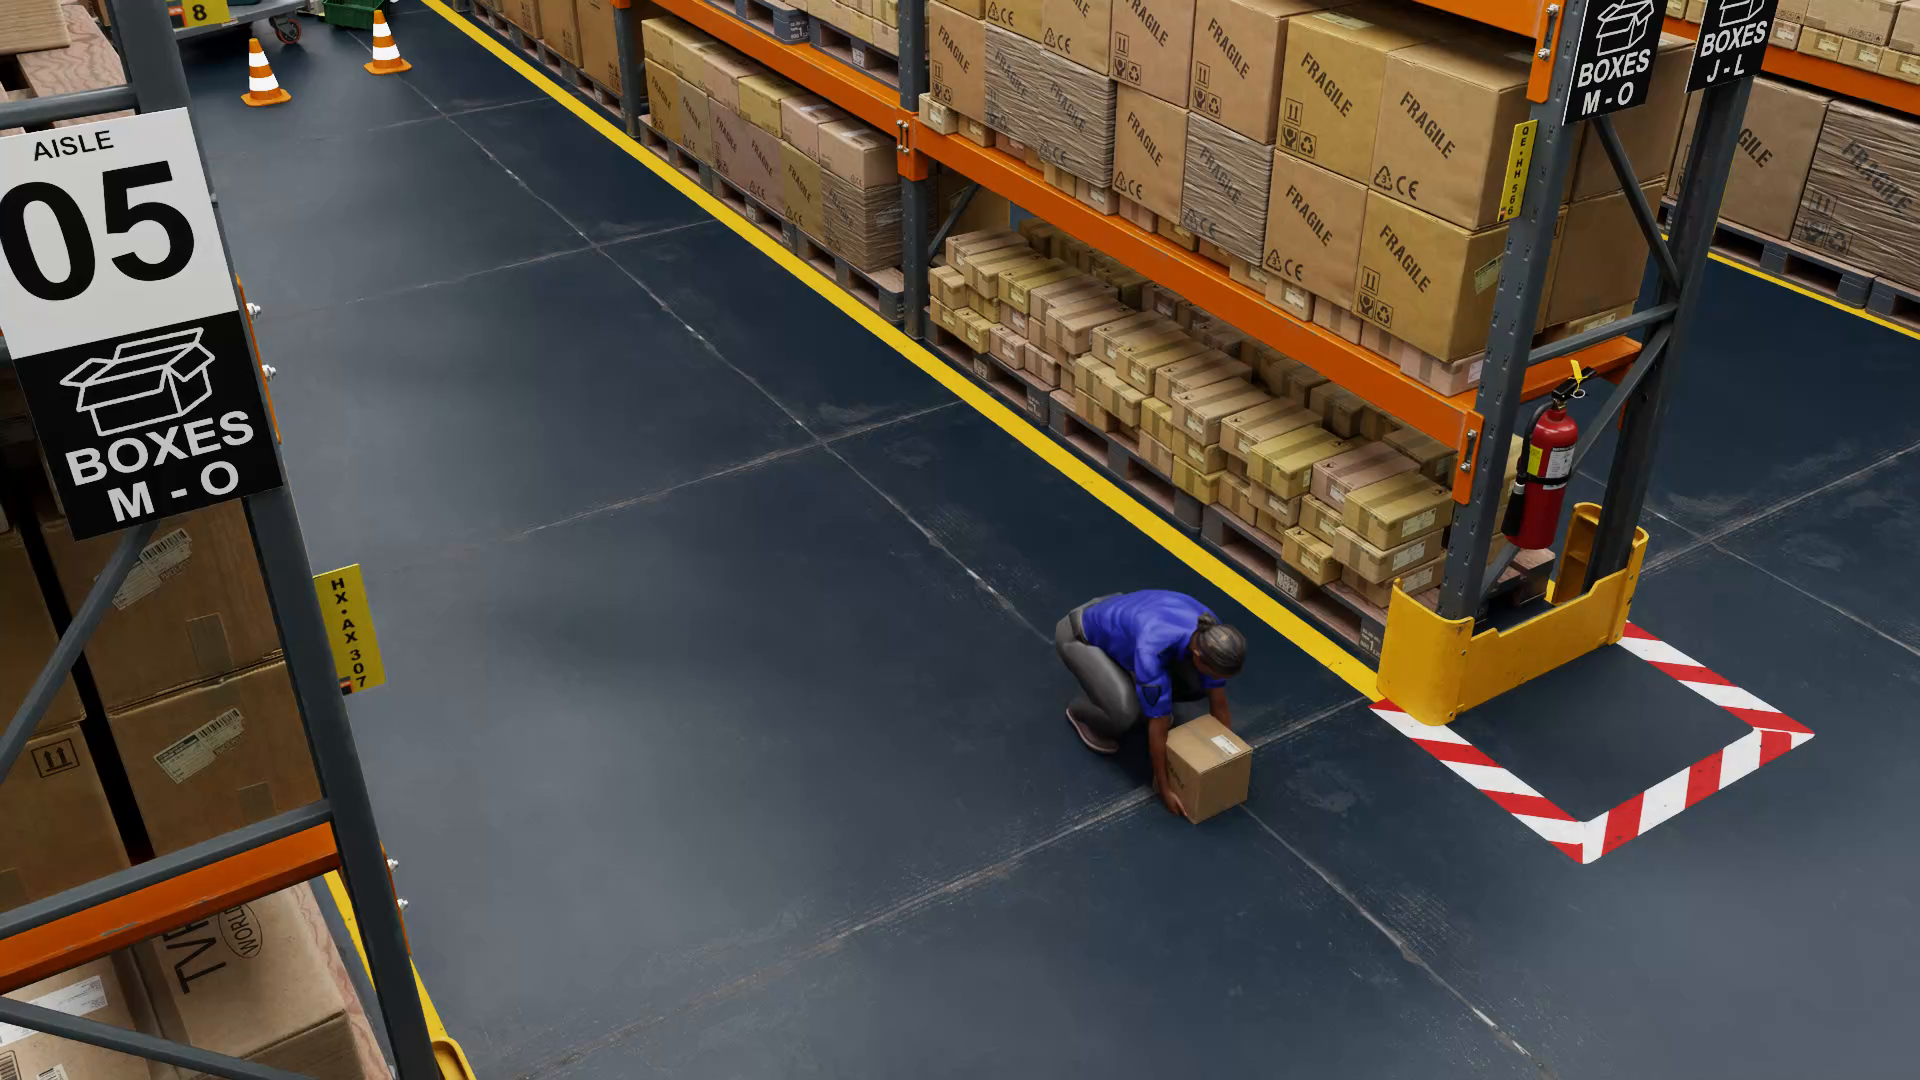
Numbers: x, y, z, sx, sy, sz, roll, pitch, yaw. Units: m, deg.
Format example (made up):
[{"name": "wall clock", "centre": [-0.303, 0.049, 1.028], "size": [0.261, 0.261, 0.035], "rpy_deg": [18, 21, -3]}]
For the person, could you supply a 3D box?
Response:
[{"name": "person", "centre": [0.719, 0.515, 6.255], "size": [0.470, 0.808, 0.841], "rpy_deg": [-20, 38, -28]}]
